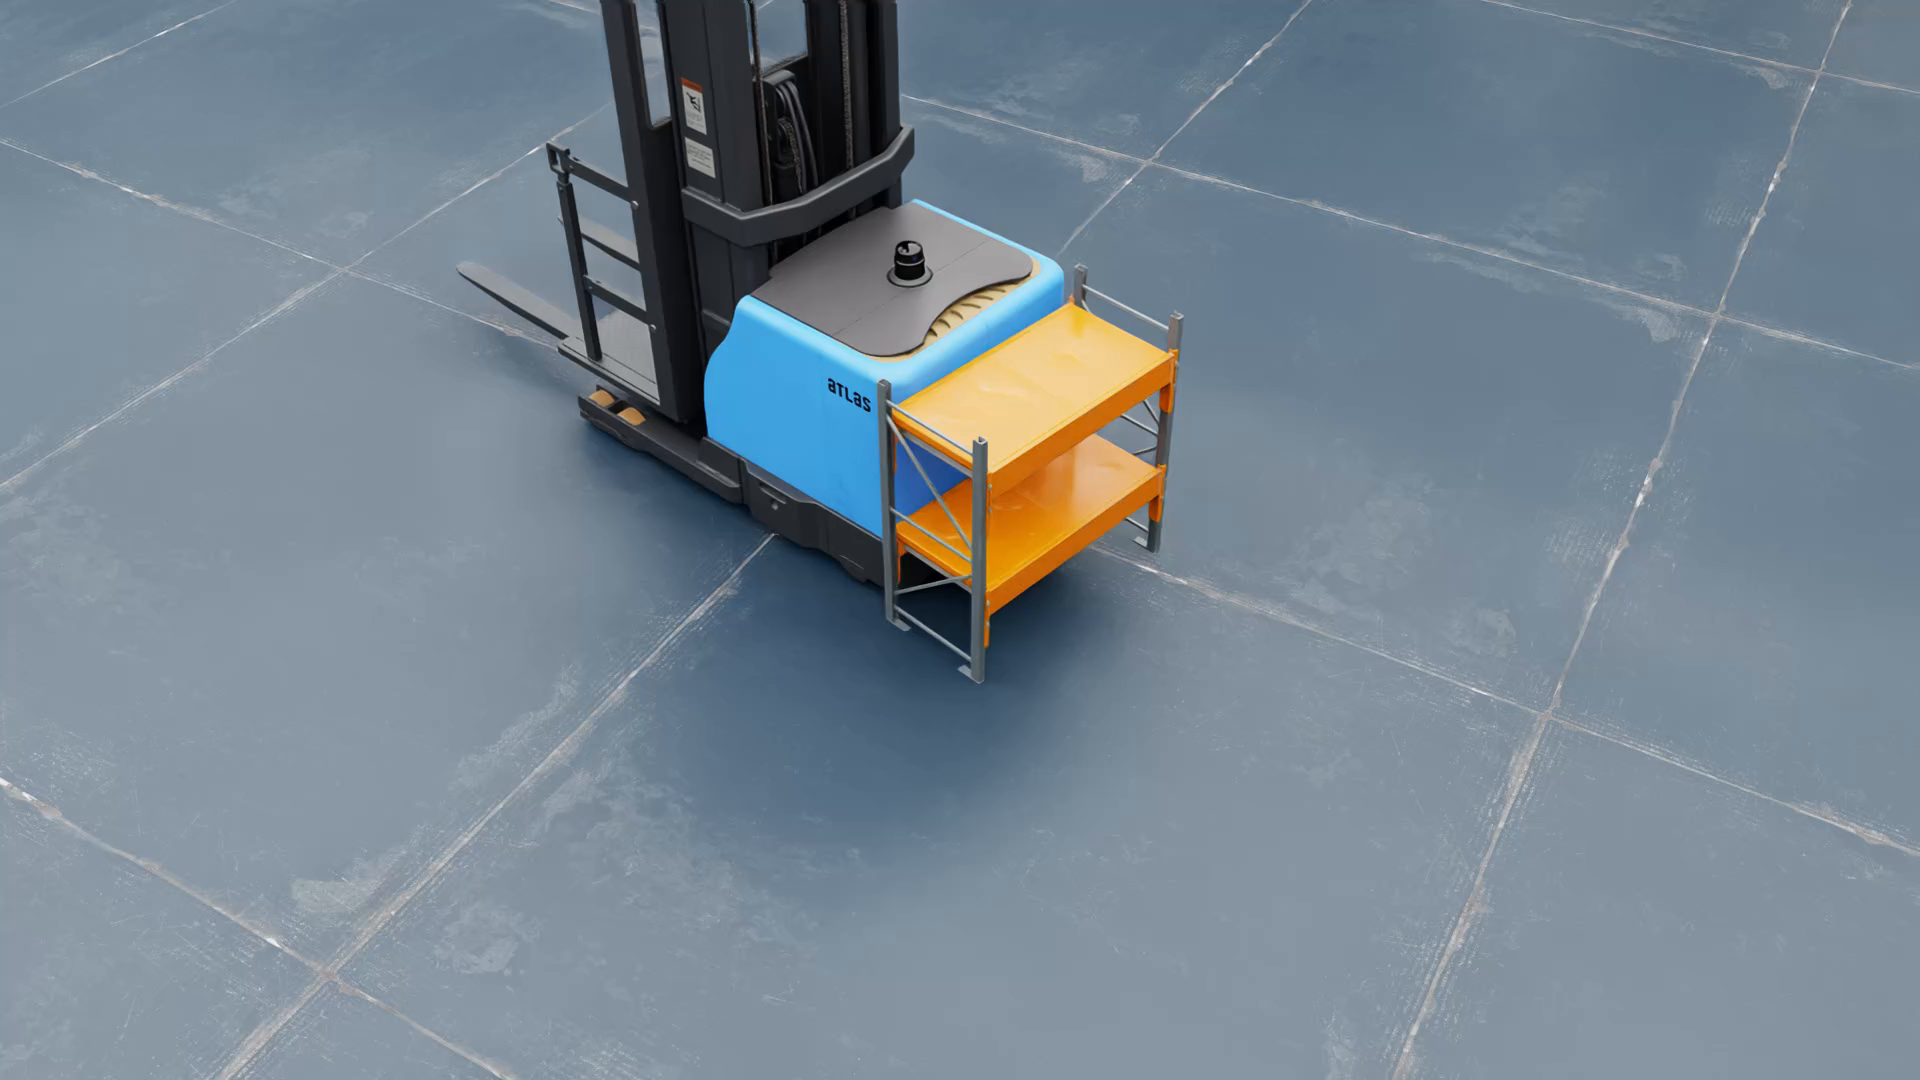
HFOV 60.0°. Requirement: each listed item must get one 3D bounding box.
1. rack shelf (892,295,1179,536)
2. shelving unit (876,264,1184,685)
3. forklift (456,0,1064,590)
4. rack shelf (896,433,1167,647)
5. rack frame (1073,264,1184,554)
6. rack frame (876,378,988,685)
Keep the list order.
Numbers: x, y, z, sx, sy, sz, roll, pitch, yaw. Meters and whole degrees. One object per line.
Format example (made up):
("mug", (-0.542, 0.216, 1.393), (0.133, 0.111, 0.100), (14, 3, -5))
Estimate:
("rack shelf", (0.259, -0.470, 5.989), (0.538, 0.278, 1.000), (33, 51, 32))
("shelving unit", (0.259, -0.250, 6.183), (0.538, 1.125, 1.048), (33, 51, 32))
("forklift", (-1.031, -1.740, 6.508), (3.031, 2.935, 1.130), (30, 49, 29))
("rack shelf", (0.259, -0.066, 6.344), (0.538, 0.278, 1.000), (33, 51, 32))
("rack frame", (0.615, -0.490, 6.455), (0.500, 1.125, 0.032), (33, 51, 32))
("rack frame", (-0.097, -0.010, 5.910), (0.500, 1.125, 0.032), (33, 51, 32))
